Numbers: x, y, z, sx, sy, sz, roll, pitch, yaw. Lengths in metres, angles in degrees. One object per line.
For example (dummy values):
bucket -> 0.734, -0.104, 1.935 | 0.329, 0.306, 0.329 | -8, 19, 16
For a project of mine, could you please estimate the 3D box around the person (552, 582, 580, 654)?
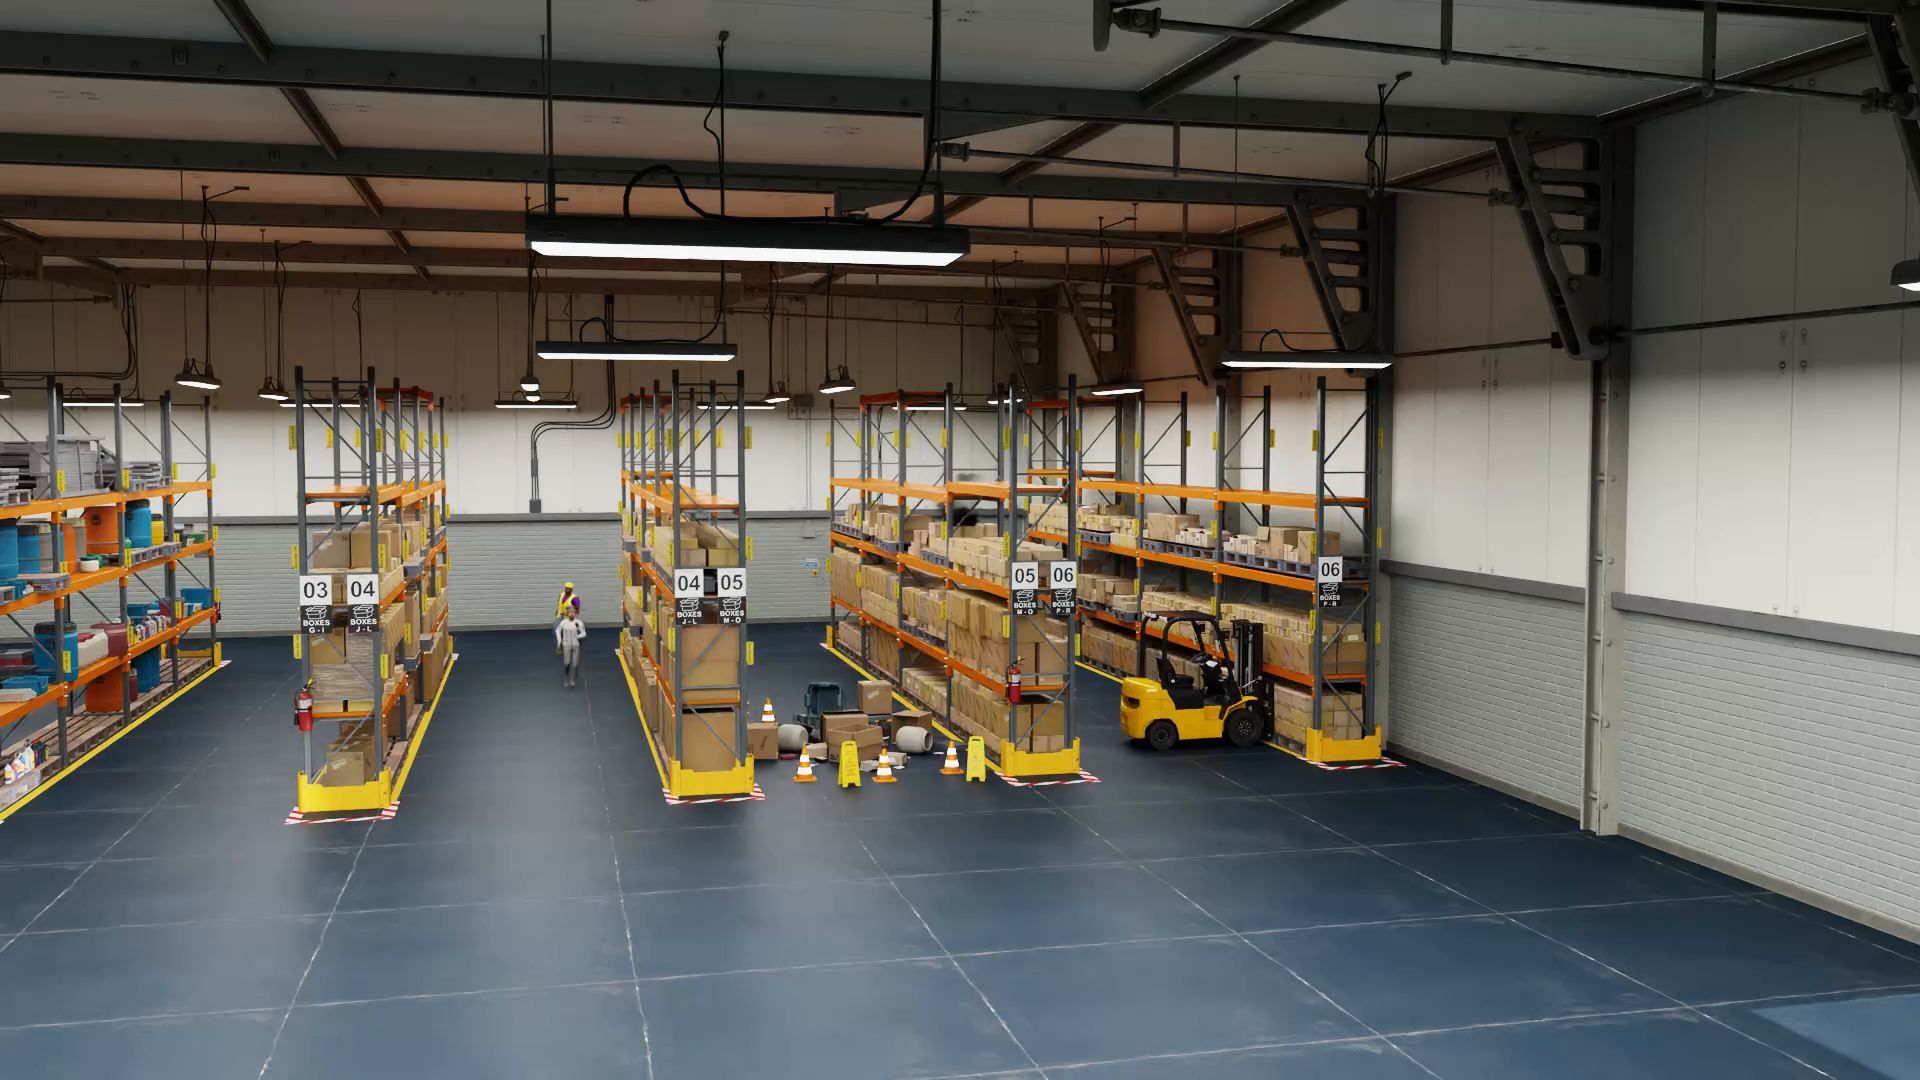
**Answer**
person -> -9.142, 1.831, 38.683 | 0.717, 1.716, 0.599 | 1, 4, 19

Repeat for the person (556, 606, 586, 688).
person -> -7.840, 2.154, 33.551 | 0.591, 1.670, 0.640 | -1, 4, -15
